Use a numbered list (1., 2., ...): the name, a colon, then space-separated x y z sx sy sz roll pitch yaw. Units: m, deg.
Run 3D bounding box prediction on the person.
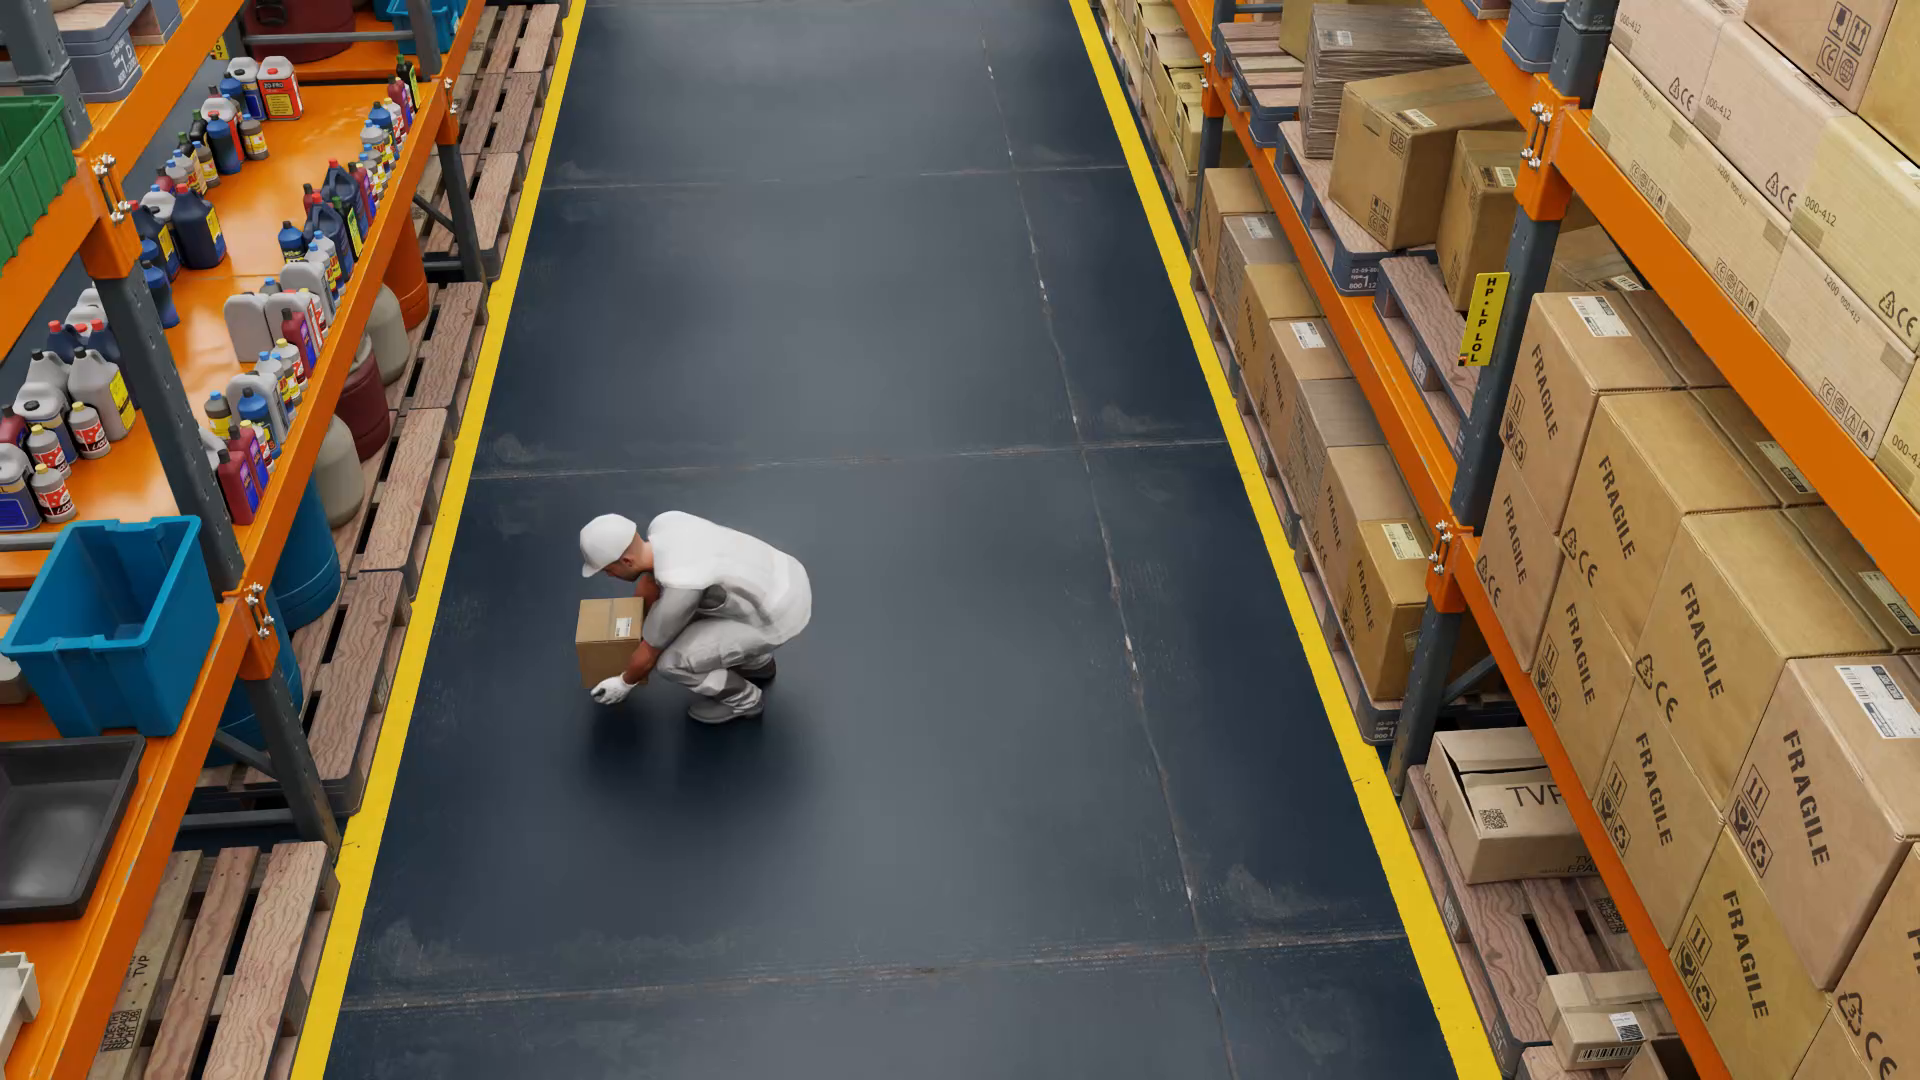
1. person: -1.017 0.267 6.443 0.884 0.994 0.574 -3 39 -4
